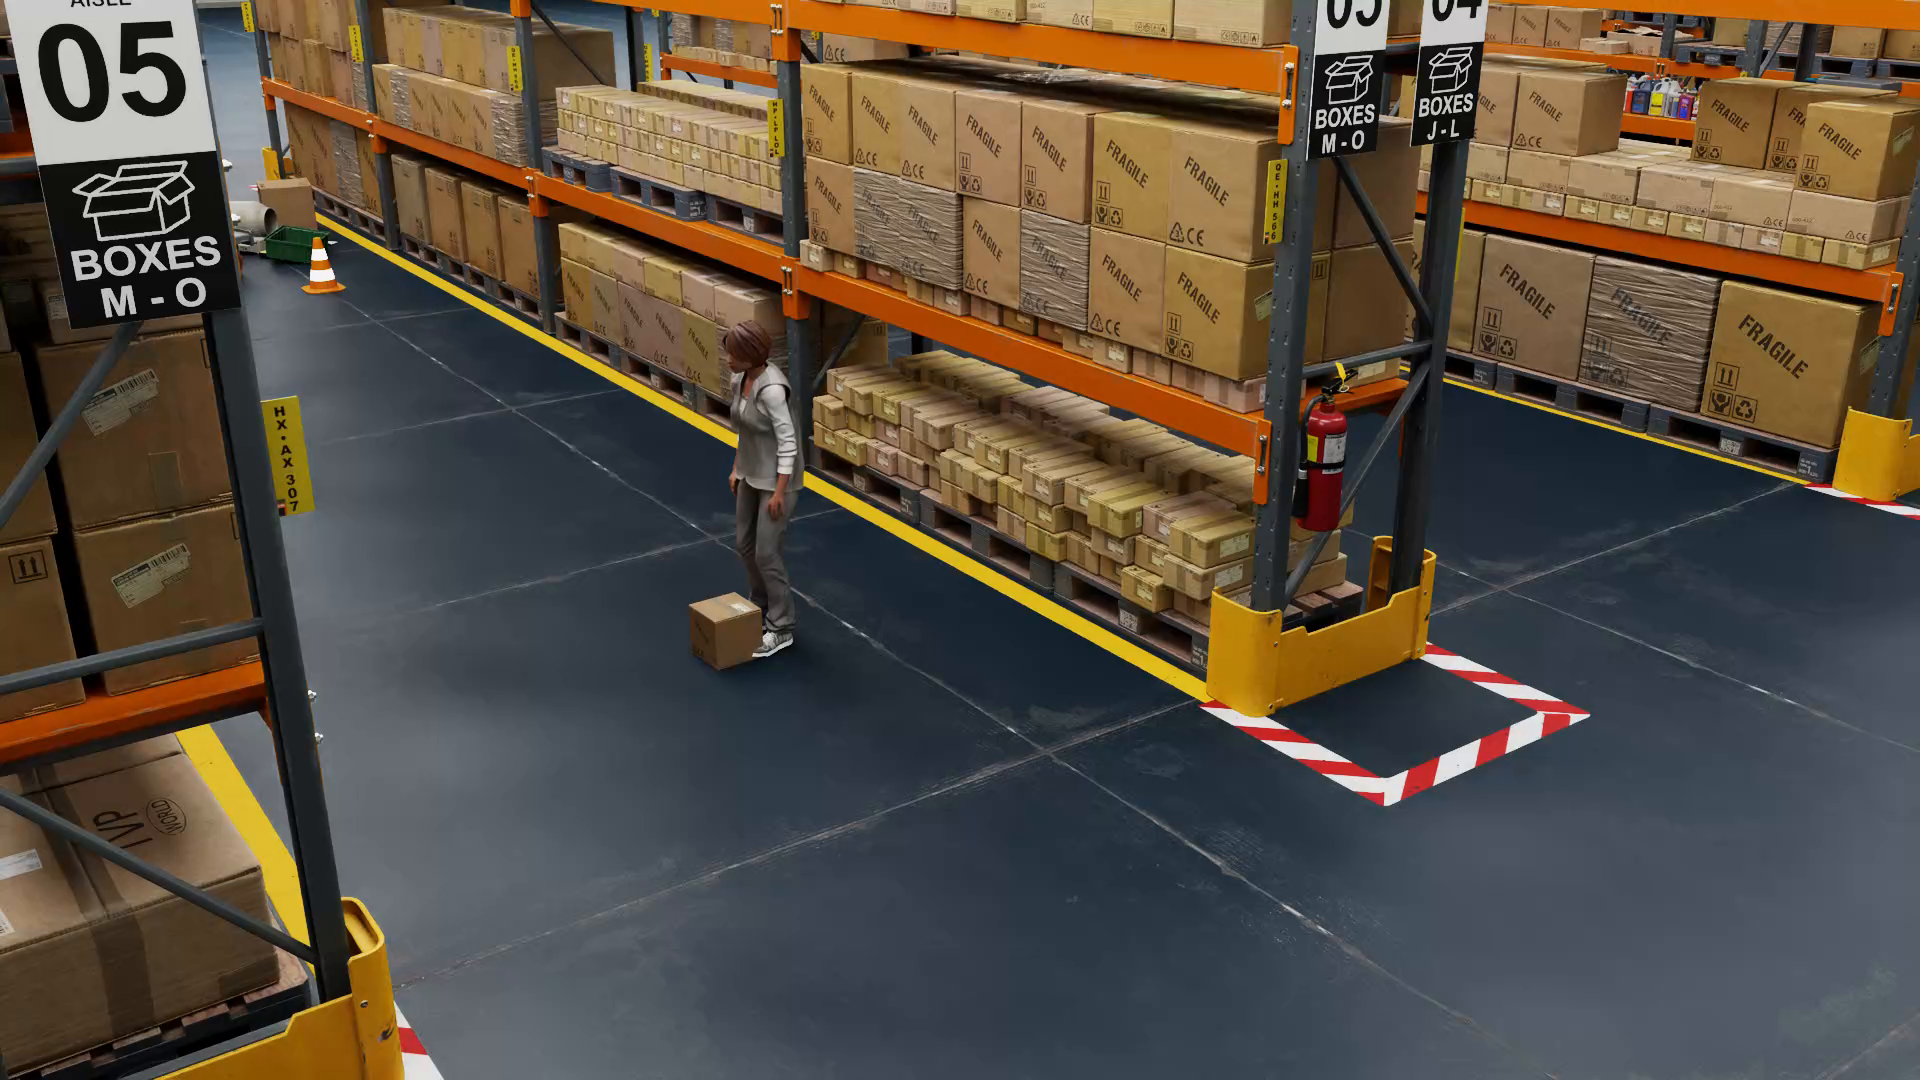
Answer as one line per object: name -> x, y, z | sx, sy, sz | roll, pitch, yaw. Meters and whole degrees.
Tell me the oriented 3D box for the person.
person -> -0.919, -0.244, 7.730 | 0.365, 1.582, 0.461 | -15, 26, -32
